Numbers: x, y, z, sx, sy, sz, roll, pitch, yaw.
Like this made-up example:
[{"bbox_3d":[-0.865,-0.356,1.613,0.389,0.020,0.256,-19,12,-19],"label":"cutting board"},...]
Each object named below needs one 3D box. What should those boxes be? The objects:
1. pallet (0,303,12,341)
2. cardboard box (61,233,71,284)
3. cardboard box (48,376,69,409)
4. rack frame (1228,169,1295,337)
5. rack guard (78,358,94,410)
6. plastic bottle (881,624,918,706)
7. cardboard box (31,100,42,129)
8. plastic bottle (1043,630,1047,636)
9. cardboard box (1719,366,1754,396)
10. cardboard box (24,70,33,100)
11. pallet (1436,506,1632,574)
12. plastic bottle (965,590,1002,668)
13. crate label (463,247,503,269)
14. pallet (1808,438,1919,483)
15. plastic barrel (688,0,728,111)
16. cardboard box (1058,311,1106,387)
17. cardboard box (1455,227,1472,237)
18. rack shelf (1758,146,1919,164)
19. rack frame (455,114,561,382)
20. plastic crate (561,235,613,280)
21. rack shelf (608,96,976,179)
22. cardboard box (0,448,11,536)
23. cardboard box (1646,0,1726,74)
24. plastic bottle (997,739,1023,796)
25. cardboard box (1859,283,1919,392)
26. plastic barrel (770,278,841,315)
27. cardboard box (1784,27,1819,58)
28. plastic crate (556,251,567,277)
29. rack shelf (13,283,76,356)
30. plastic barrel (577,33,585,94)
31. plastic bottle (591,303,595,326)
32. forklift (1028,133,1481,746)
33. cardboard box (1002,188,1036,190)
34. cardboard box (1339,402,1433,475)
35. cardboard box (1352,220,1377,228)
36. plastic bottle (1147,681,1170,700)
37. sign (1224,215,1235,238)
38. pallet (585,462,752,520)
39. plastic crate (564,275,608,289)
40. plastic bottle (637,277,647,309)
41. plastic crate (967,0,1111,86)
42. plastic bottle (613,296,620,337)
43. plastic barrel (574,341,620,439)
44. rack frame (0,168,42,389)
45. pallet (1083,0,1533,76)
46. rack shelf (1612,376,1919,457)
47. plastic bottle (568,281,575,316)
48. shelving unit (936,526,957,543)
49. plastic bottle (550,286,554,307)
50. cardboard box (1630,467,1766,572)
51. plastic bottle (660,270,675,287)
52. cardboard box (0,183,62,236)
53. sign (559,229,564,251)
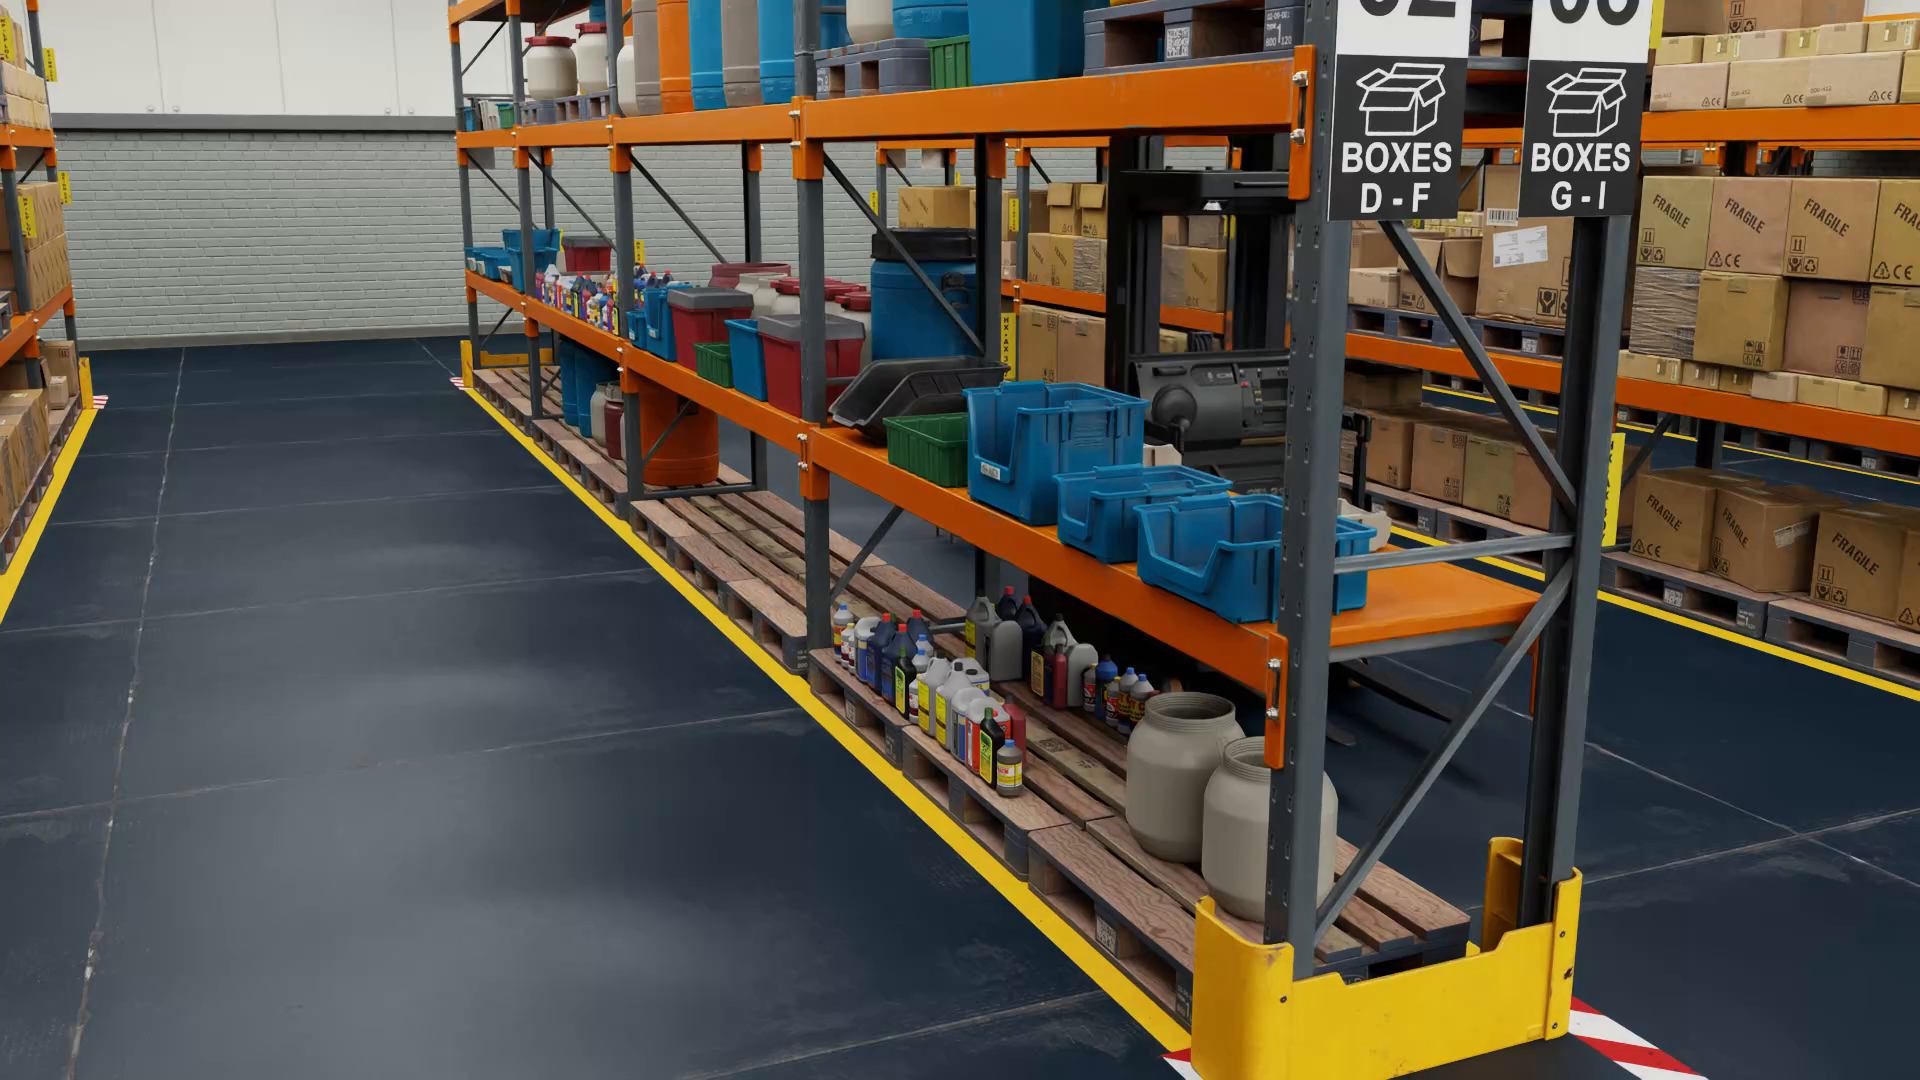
[{"bbox_3d":[-7.204,-1.471,11.498,1.003,0.211,1.213,-6,14,-23],"label":"pallet"},{"bbox_3d":[-9.196,-2.796,16.578,0.500,0.500,0.500,-5,14,-21],"label":"cardboard box"},{"bbox_3d":[-8.829,-1.401,15.895,0.500,0.250,0.500,-6,14,-23],"label":"cardboard box"},{"bbox_3d":[2.658,-2.057,13.605,1.000,3.000,0.127,-6,14,-23],"label":"rack frame"},{"bbox_3d":[-9.595,-1.582,17.097,1.175,0.500,0.348,-6,14,-23],"label":"rack guard"},{"bbox_3d":[-0.259,0.536,7.299,0.144,0.351,0.185,-6,14,-25],"label":"plastic bottle"},{"bbox_3d":[-8.775,-3.915,15.314,0.500,0.250,0.500,-6,14,-23],"label":"cardboard box"},{"bbox_3d":[0.424,0.502,7.595,0.061,0.283,0.133,-5,14,-19],"label":"plastic bottle"},{"bbox_3d":[4.393,-0.884,9.093,0.380,0.149,0.250,-6,14,-23],"label":"cardboard box"},{"bbox_3d":[-8.582,-4.055,14.809,0.500,0.250,0.500,-6,14,-23],"label":"cardboard box"},{"bbox_3d":[3.947,-0.033,11.043,1.003,0.211,1.213,-6,14,-23],"label":"pallet"},{"bbox_3d":[0.112,0.413,7.831,0.144,0.351,0.185,-6,14,-23],"label":"plastic bottle"},{"bbox_3d":[-5.288,-3.129,18.476,0.416,0.233,0.303,-6,14,-23],"label":"crate label"},{"bbox_3d":[7.975,-0.704,13.944,1.003,0.211,1.213,-6,14,-23],"label":"pallet"},{"bbox_3d":[-1.205,-2.844,9.243,0.600,0.901,0.708,-6,14,-23],"label":"plastic barrel"},{"bbox_3d":[1.689,-1.738,16.007,1.225,0.875,0.875,-6,14,-25],"label":"cardboard box"},{"bbox_3d":[5.586,-3.308,17.976,0.380,0.149,0.250,-5,14,-22],"label":"cardboard box"},{"bbox_3d":[10.937,-4.476,19.000,1.077,0.370,4.000,-6,14,-23],"label":"rack shelf"},{"bbox_3d":[-5.085,-3.262,18.813,1.000,3.000,0.127,-6,14,-23],"label":"rack frame"},{"bbox_3d":[-3.611,-2.703,16.123,0.402,0.464,0.583,-6,14,-23],"label":"plastic crate"},{"bbox_3d":[-1.079,-2.307,9.629,1.077,0.370,4.000,-6,14,-23],"label":"rack shelf"},{"bbox_3d":[-6.341,-0.279,10.492,0.500,0.500,0.500,-5,14,-21],"label":"cardboard box"},{"bbox_3d":[4.163,-3.053,10.095,0.797,0.503,0.637,-6,14,-26],"label":"cardboard box"},{"bbox_3d":[0.187,0.852,6.265,0.097,0.201,0.097,0,13,0],"label":"plastic bottle"},{"bbox_3d":[5.007,-1.018,8.234,0.875,0.500,0.500,-6,14,-23],"label":"cardboard box"},{"bbox_3d":[-0.928,-1.308,10.067,0.433,0.535,0.433,0,13,0],"label":"plastic barrel"},{"bbox_3d":[4.504,-2.564,8.593,0.380,0.149,0.250,-5,14,-21],"label":"cardboard box"},{"bbox_3d":[-3.926,-2.740,16.684,0.437,0.282,0.530,-6,14,-23],"label":"plastic crate"},{"bbox_3d":[-8.824,-2.052,15.179,1.077,0.370,4.000,-6,14,-23],"label":"rack shelf"},{"bbox_3d":[-2.931,-4.023,14.100,0.600,0.588,0.600,0,13,0],"label":"plastic barrel"},{"bbox_3d":[-2.750,-1.731,12.639,0.097,0.201,0.097,0,13,0],"label":"plastic bottle"},{"bbox_3d":[1.366,-0.722,7.988,1.130,2.935,3.031,-5,14,-19],"label":"forklift"},{"bbox_3d":[0.695,-3.652,18.507,0.500,0.500,0.500,-6,14,-25],"label":"cardboard box"},{"bbox_3d":[3.178,-0.803,12.756,0.700,0.500,0.500,-7,15,-28],"label":"cardboard box"},{"bbox_3d":[4.981,-3.686,19.761,0.500,0.500,0.500,-6,14,-25],"label":"cardboard box"},{"bbox_3d":[0.810,0.701,6.736,0.061,0.283,0.133,-5,14,-22],"label":"plastic bottle"},{"bbox_3d":[2.151,-2.570,13.255,0.100,0.325,0.005,-6,14,-23],"label":"sign"},{"bbox_3d":[-2.234,-0.410,12.674,1.003,0.211,1.213,-6,14,-23],"label":"pallet"},{"bbox_3d":[-3.538,-2.446,15.737,0.396,0.136,0.243,-6,14,-23],"label":"plastic crate"},{"bbox_3d":[-2.640,-2.051,13.862,0.097,0.271,0.097,0,13,0],"label":"plastic bottle"},{"bbox_3d":[0.284,-1.777,5.779,0.392,0.384,0.575,-6,14,-23],"label":"plastic crate"},{"bbox_3d":[-2.433,-1.598,11.879,0.061,0.283,0.133,-6,14,-23],"label":"plastic bottle"},{"bbox_3d":[-2.997,-1.358,14.307,0.600,0.901,0.708,-6,14,-23],"label":"plastic barrel"},{"bbox_3d":[-8.023,-1.989,13.313,1.000,3.000,0.127,-6,14,-23],"label":"rack frame"},{"bbox_3d":[1.082,-1.506,4.990,1.003,0.211,1.213,-6,14,-23],"label":"pallet"},{"bbox_3d":[5.061,-0.467,8.330,1.077,0.370,4.000,-6,14,-23],"label":"rack shelf"},{"bbox_3d":[-3.122,-1.957,13.460,0.097,0.271,0.097,0,13,0],"label":"plastic bottle"},{"bbox_3d":[-0.021,-0.523,11.299,0.215,1.050,0.252,-6,14,-23],"label":"shelving unit"},{"bbox_3d":[-3.439,-2.087,14.175,0.097,0.201,0.097,0,13,0],"label":"plastic bottle"},{"bbox_3d":[4.384,-0.131,9.896,0.500,0.500,0.500,-6,14,-25],"label":"cardboard box"},{"bbox_3d":[-2.373,-2.024,13.572,0.144,0.351,0.185,-6,14,-23],"label":"plastic bottle"},{"bbox_3d":[-8.992,-3.180,16.019,0.500,0.500,0.500,-5,14,-21],"label":"cardboard box"},{"bbox_3d":[-4.587,-3.395,19.024,0.100,0.325,0.005,-6,14,-23],"label":"sign"}]
